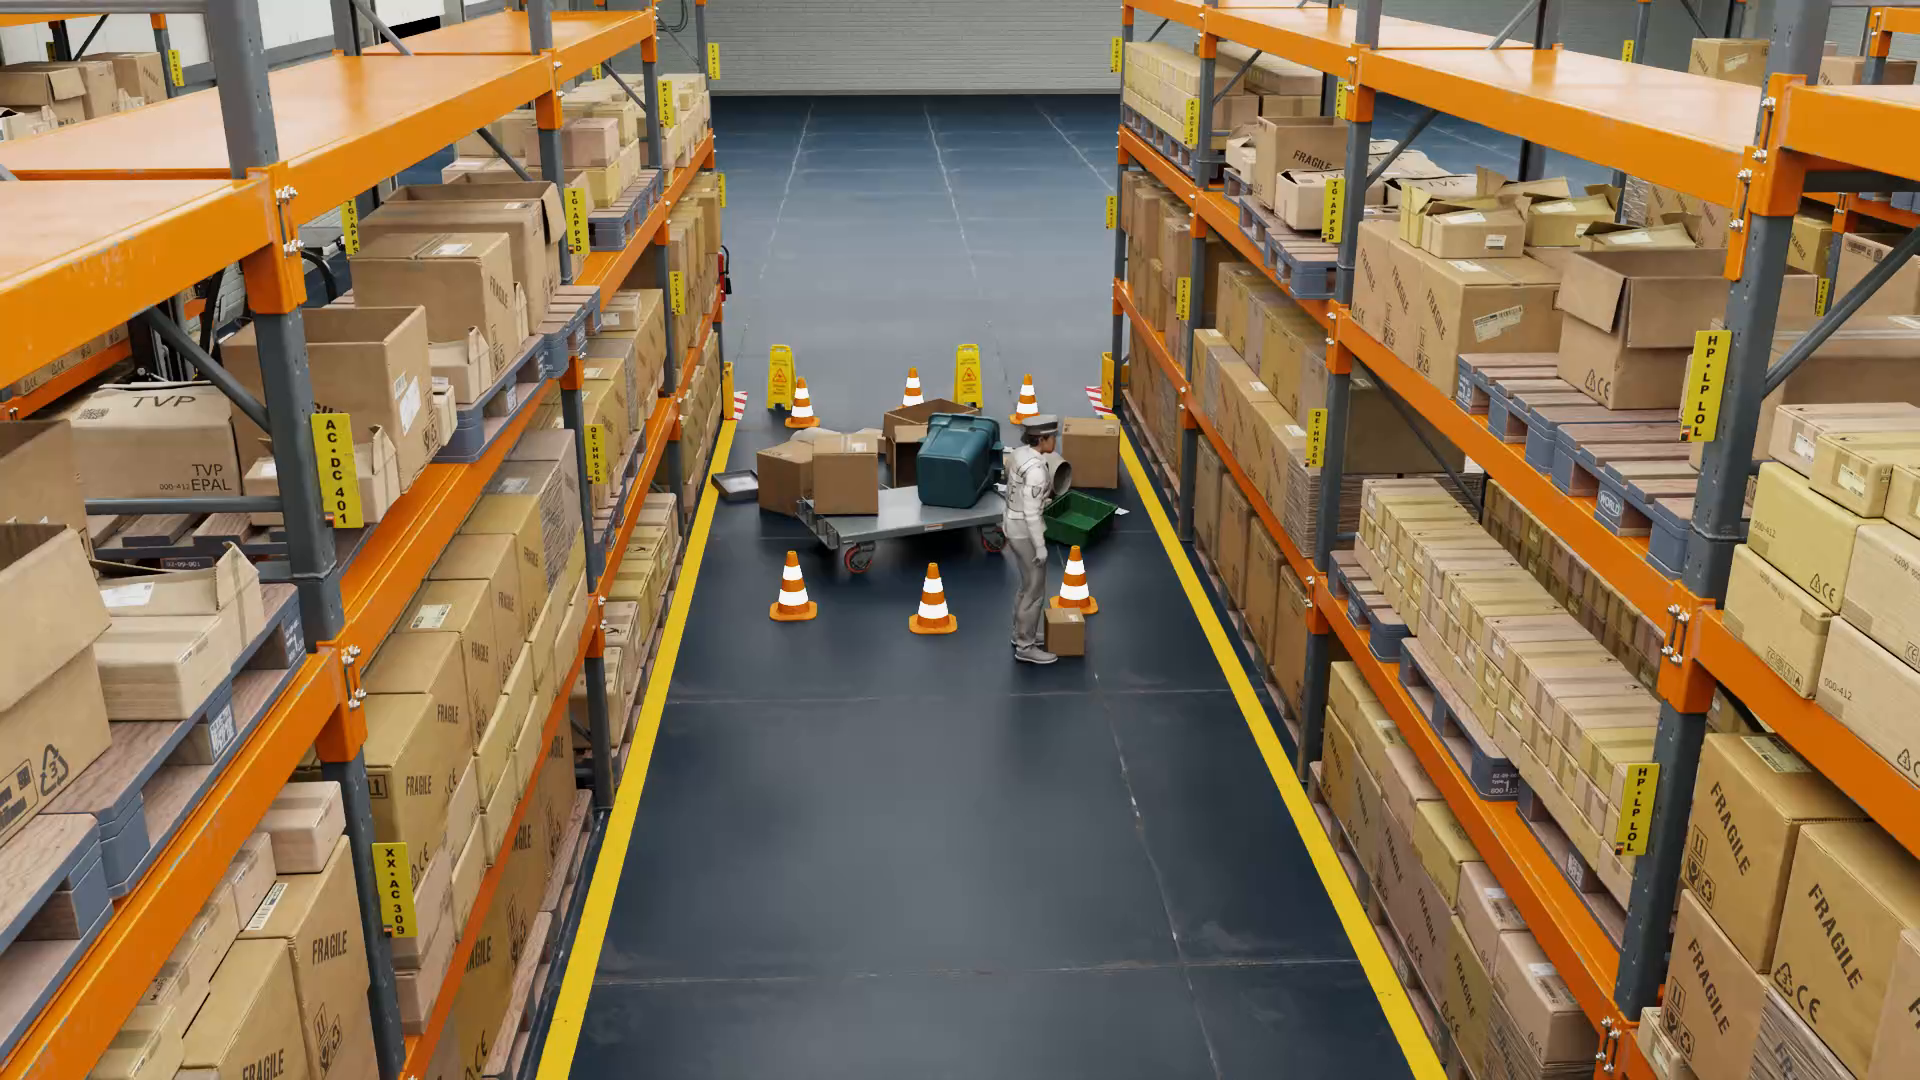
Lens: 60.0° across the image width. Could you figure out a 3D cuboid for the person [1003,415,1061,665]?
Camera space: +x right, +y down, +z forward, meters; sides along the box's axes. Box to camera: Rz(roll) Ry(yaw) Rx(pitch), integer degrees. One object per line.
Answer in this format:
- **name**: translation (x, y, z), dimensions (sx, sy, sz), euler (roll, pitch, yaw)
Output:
- **person**: translation (0.479, -0.025, 11.140), dimensions (0.377, 1.663, 0.538), euler (-2, 21, -4)
